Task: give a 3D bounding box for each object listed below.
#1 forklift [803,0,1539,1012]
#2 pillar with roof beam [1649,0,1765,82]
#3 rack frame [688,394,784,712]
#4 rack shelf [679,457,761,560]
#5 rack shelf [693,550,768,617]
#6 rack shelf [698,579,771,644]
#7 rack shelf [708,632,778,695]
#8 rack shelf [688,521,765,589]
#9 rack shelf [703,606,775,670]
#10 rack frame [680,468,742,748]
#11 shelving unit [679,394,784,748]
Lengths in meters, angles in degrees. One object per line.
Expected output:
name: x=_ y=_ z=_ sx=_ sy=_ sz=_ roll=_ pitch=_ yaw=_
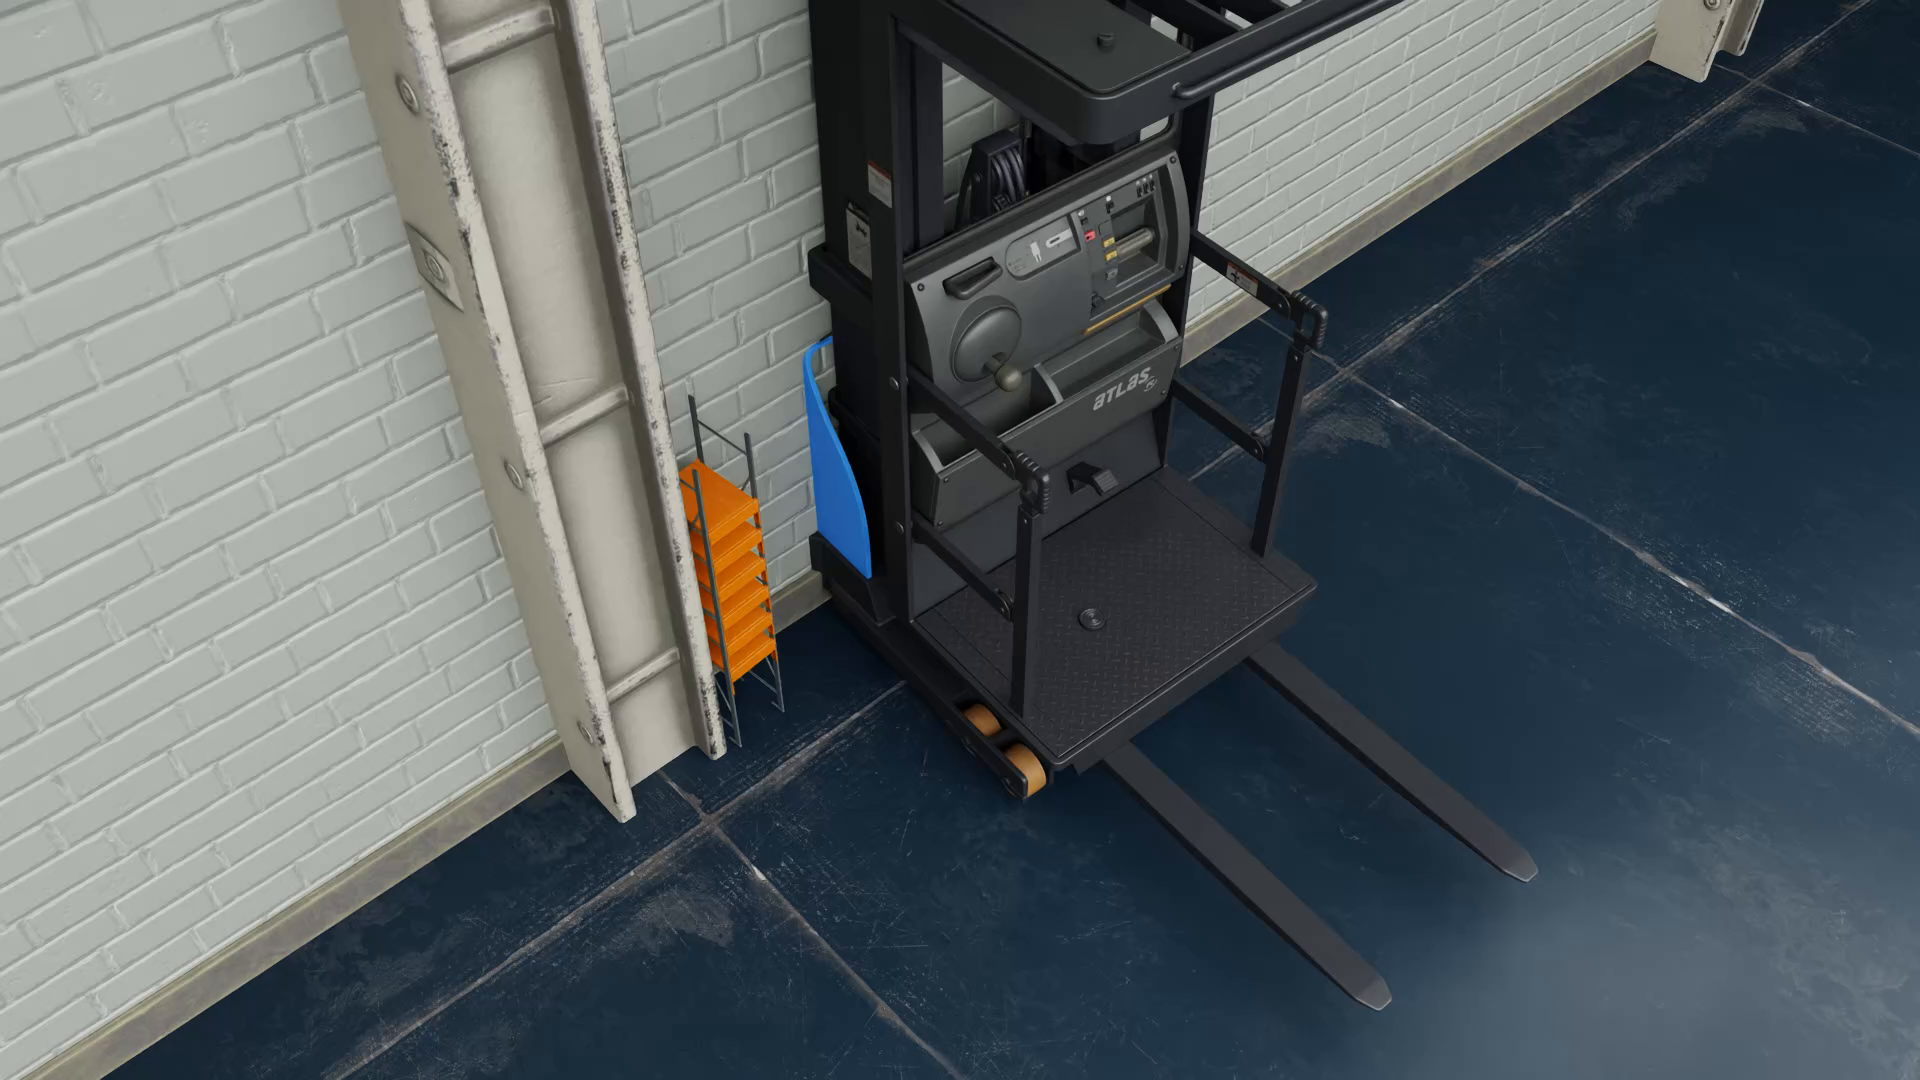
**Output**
forklift: x=0.393 y=-0.637 z=4.343 sx=1.130 sy=2.935 sz=3.031 roll=-31 pitch=54 yaw=-25
pillar with roof beam: x=6.368 y=-3.010 z=2.405 sx=0.400 sy=9.000 sz=9.100 roll=-34 pitch=56 yaw=-27
rack frame: x=-0.644 y=0.076 z=4.864 sx=0.240 sy=1.200 sz=0.006 roll=33 pitch=55 yaw=27
rack shelf: x=-0.704 y=-0.090 z=4.586 sx=0.258 sy=0.103 sz=0.180 roll=33 pitch=55 yaw=27
rack shelf: x=-0.704 y=0.074 z=4.762 sx=0.258 sy=0.103 sz=0.180 roll=33 pitch=55 yaw=27
rack shelf: x=-0.705 y=0.156 z=4.850 sx=0.258 sy=0.103 sz=0.180 roll=33 pitch=55 yaw=27
rack shelf: x=-0.706 y=0.319 z=5.026 sx=0.258 sy=0.103 sz=0.180 roll=33 pitch=55 yaw=27
rack shelf: x=-0.704 y=-0.008 z=4.674 sx=0.258 sy=0.103 sz=0.180 roll=33 pitch=55 yaw=27
rack shelf: x=-0.705 y=0.237 z=4.938 sx=0.258 sy=0.103 sz=0.180 roll=33 pitch=55 yaw=27
rack frame: x=-0.766 y=0.175 z=4.771 sx=0.240 sy=1.200 sz=0.006 roll=33 pitch=55 yaw=27
shelving unit: x=-0.705 y=0.125 z=4.817 sx=0.258 sy=1.200 sz=0.189 roll=33 pitch=55 yaw=27
